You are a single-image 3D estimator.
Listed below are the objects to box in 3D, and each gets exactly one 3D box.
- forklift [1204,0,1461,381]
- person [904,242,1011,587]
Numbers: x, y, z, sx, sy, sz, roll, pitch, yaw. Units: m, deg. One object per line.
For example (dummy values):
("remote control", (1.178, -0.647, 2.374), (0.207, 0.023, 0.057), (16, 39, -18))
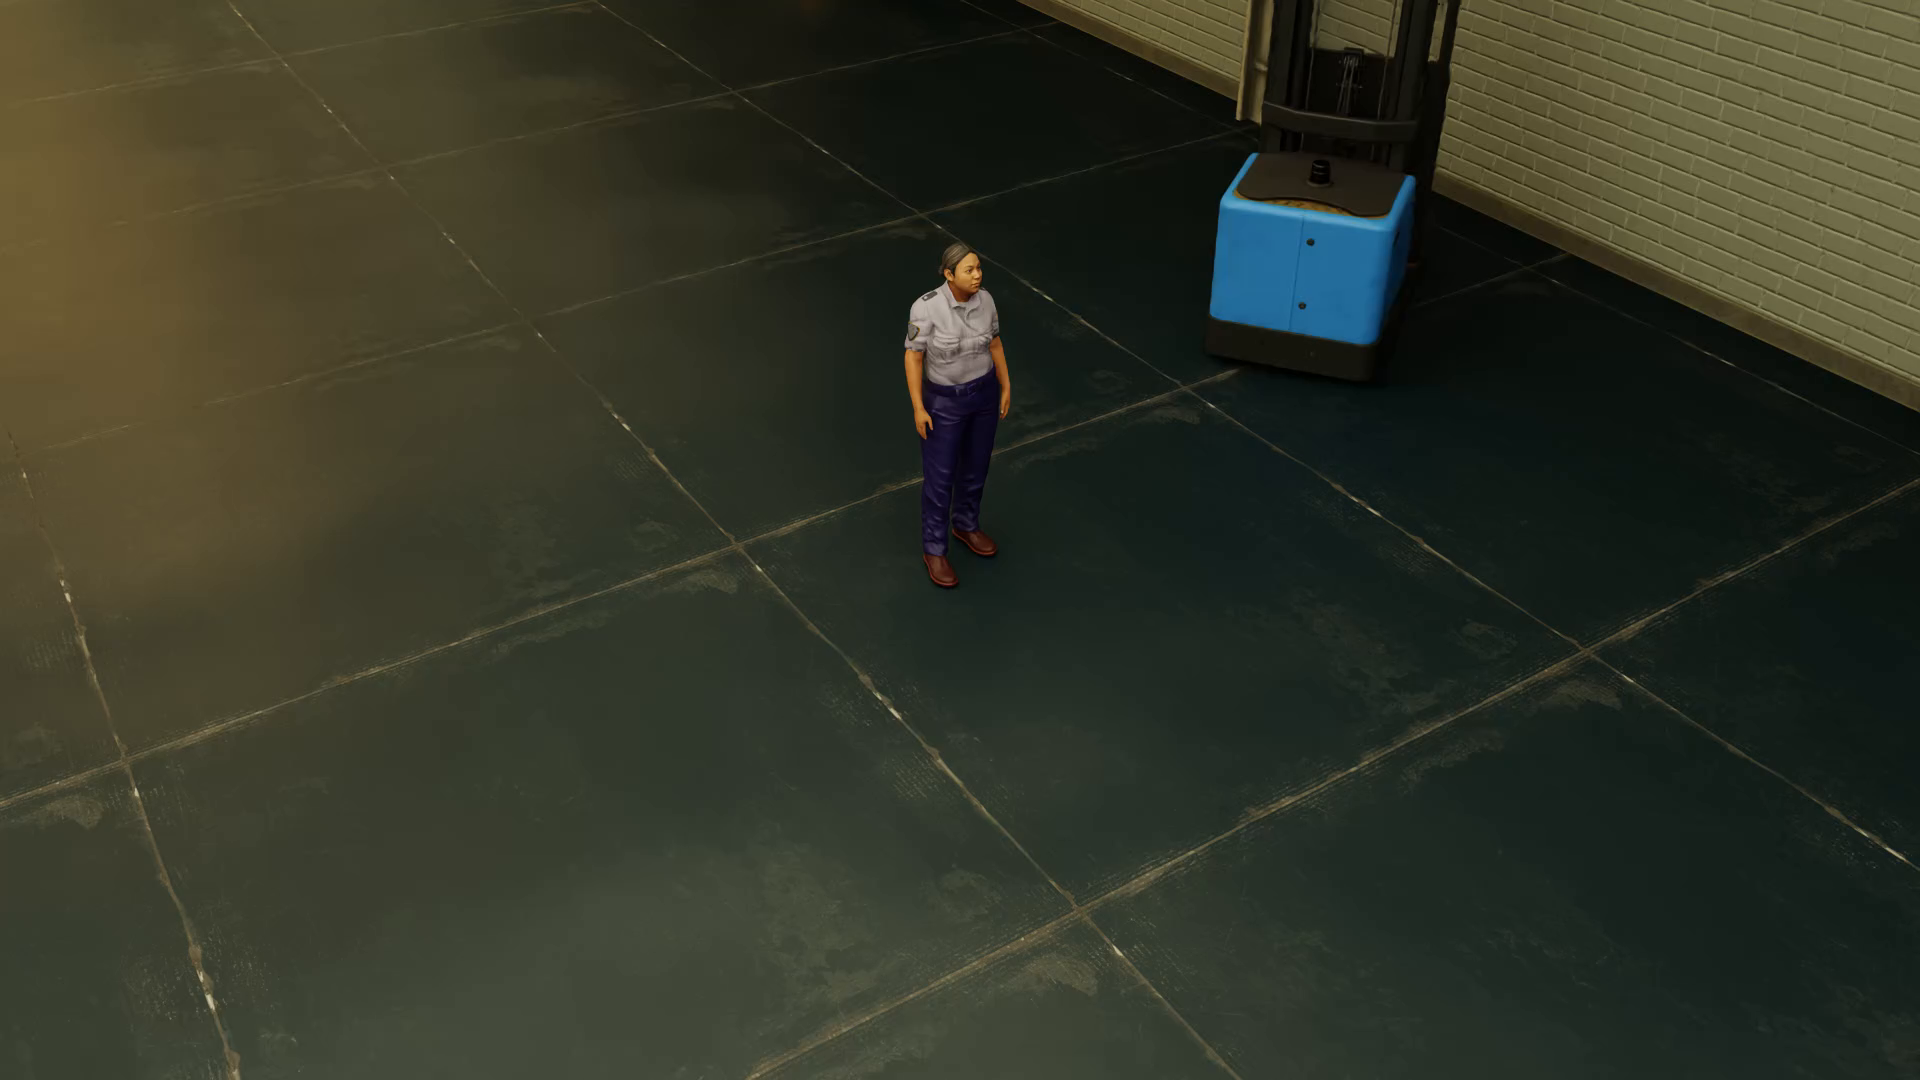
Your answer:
("forklift", (2.525, -2.987, 10.399), (1.130, 2.935, 3.031), (13, 37, 18))
("person", (0.030, -0.629, 8.147), (0.598, 1.651, 0.502), (-21, 40, -27))
